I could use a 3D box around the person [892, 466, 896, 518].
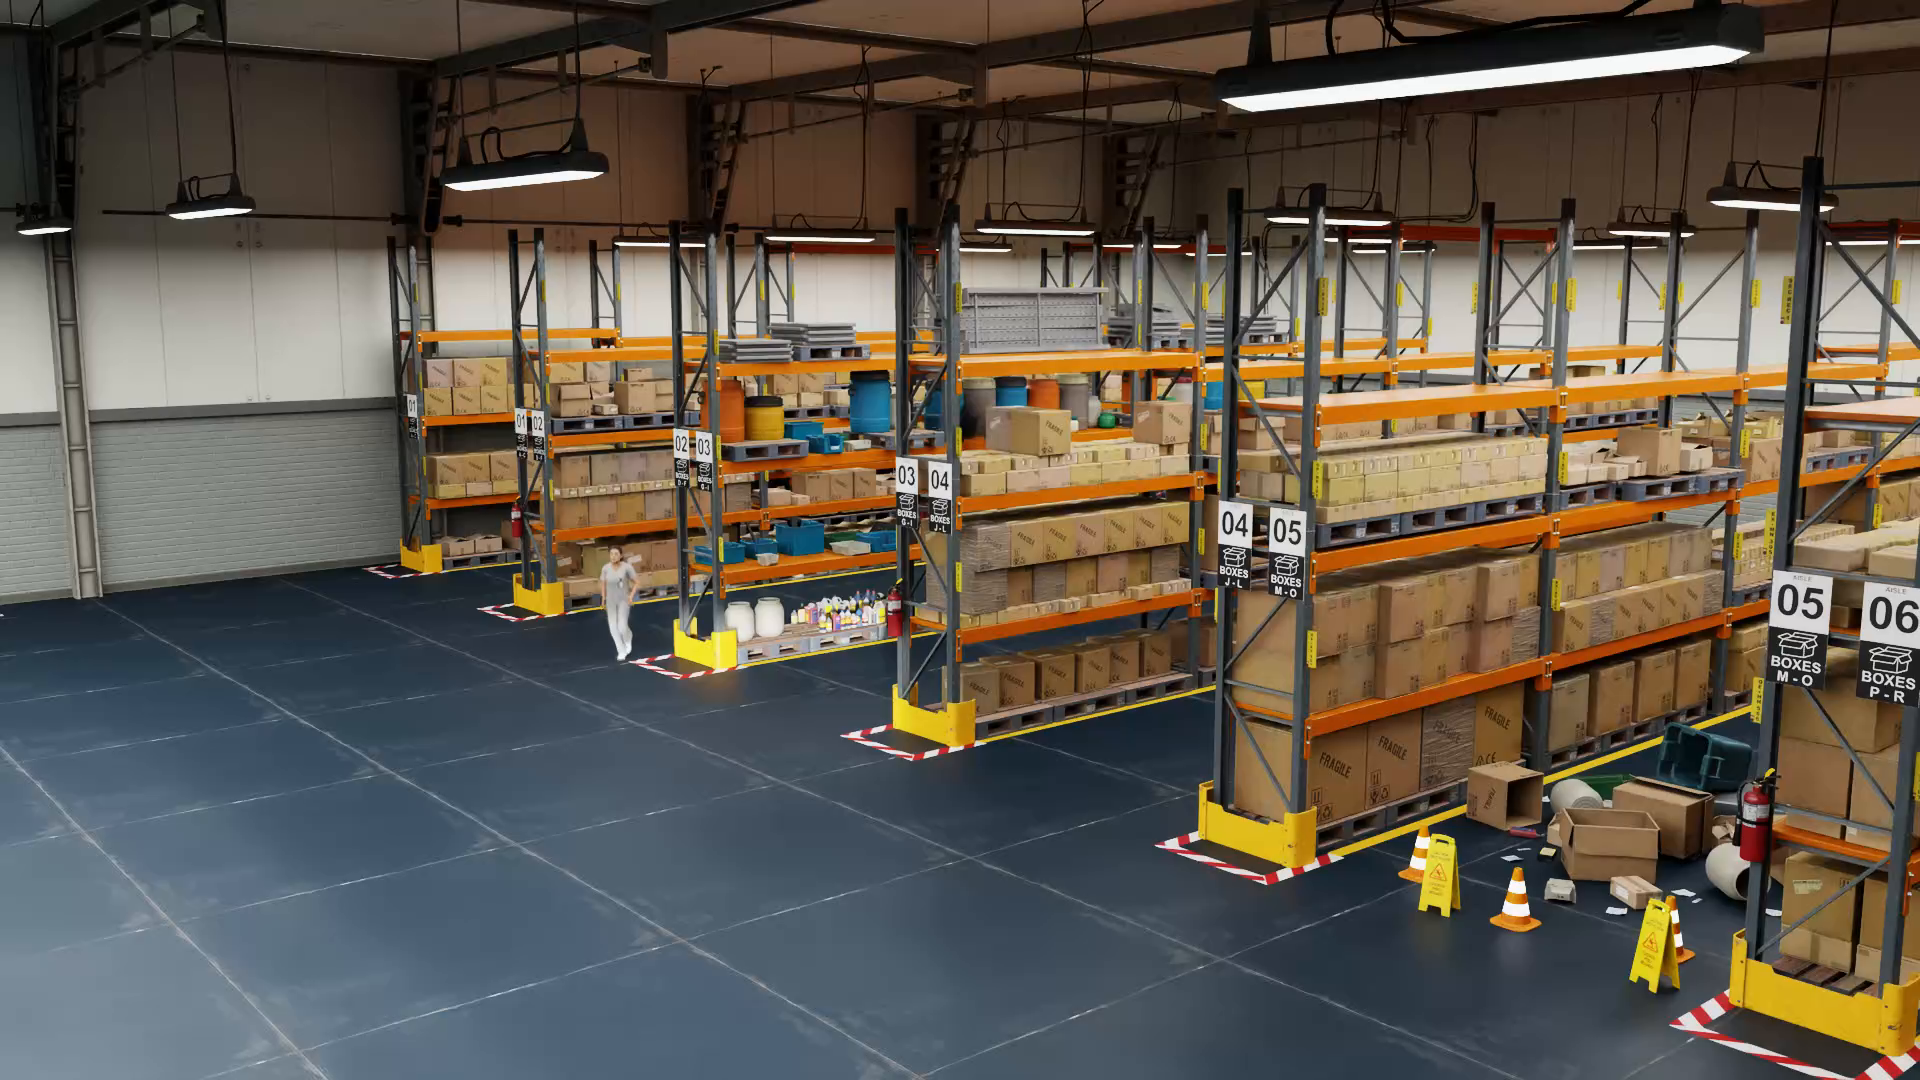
[{"bbox_3d":[-1.140,-0.865,33.612,0.834,1.826,0.604,-6,11,-34],"label":"person"}]

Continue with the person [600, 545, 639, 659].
[{"bbox_3d":[-4.699,0.862,22.922,0.529,1.616,0.534,1,9,4],"label":"person"}]
